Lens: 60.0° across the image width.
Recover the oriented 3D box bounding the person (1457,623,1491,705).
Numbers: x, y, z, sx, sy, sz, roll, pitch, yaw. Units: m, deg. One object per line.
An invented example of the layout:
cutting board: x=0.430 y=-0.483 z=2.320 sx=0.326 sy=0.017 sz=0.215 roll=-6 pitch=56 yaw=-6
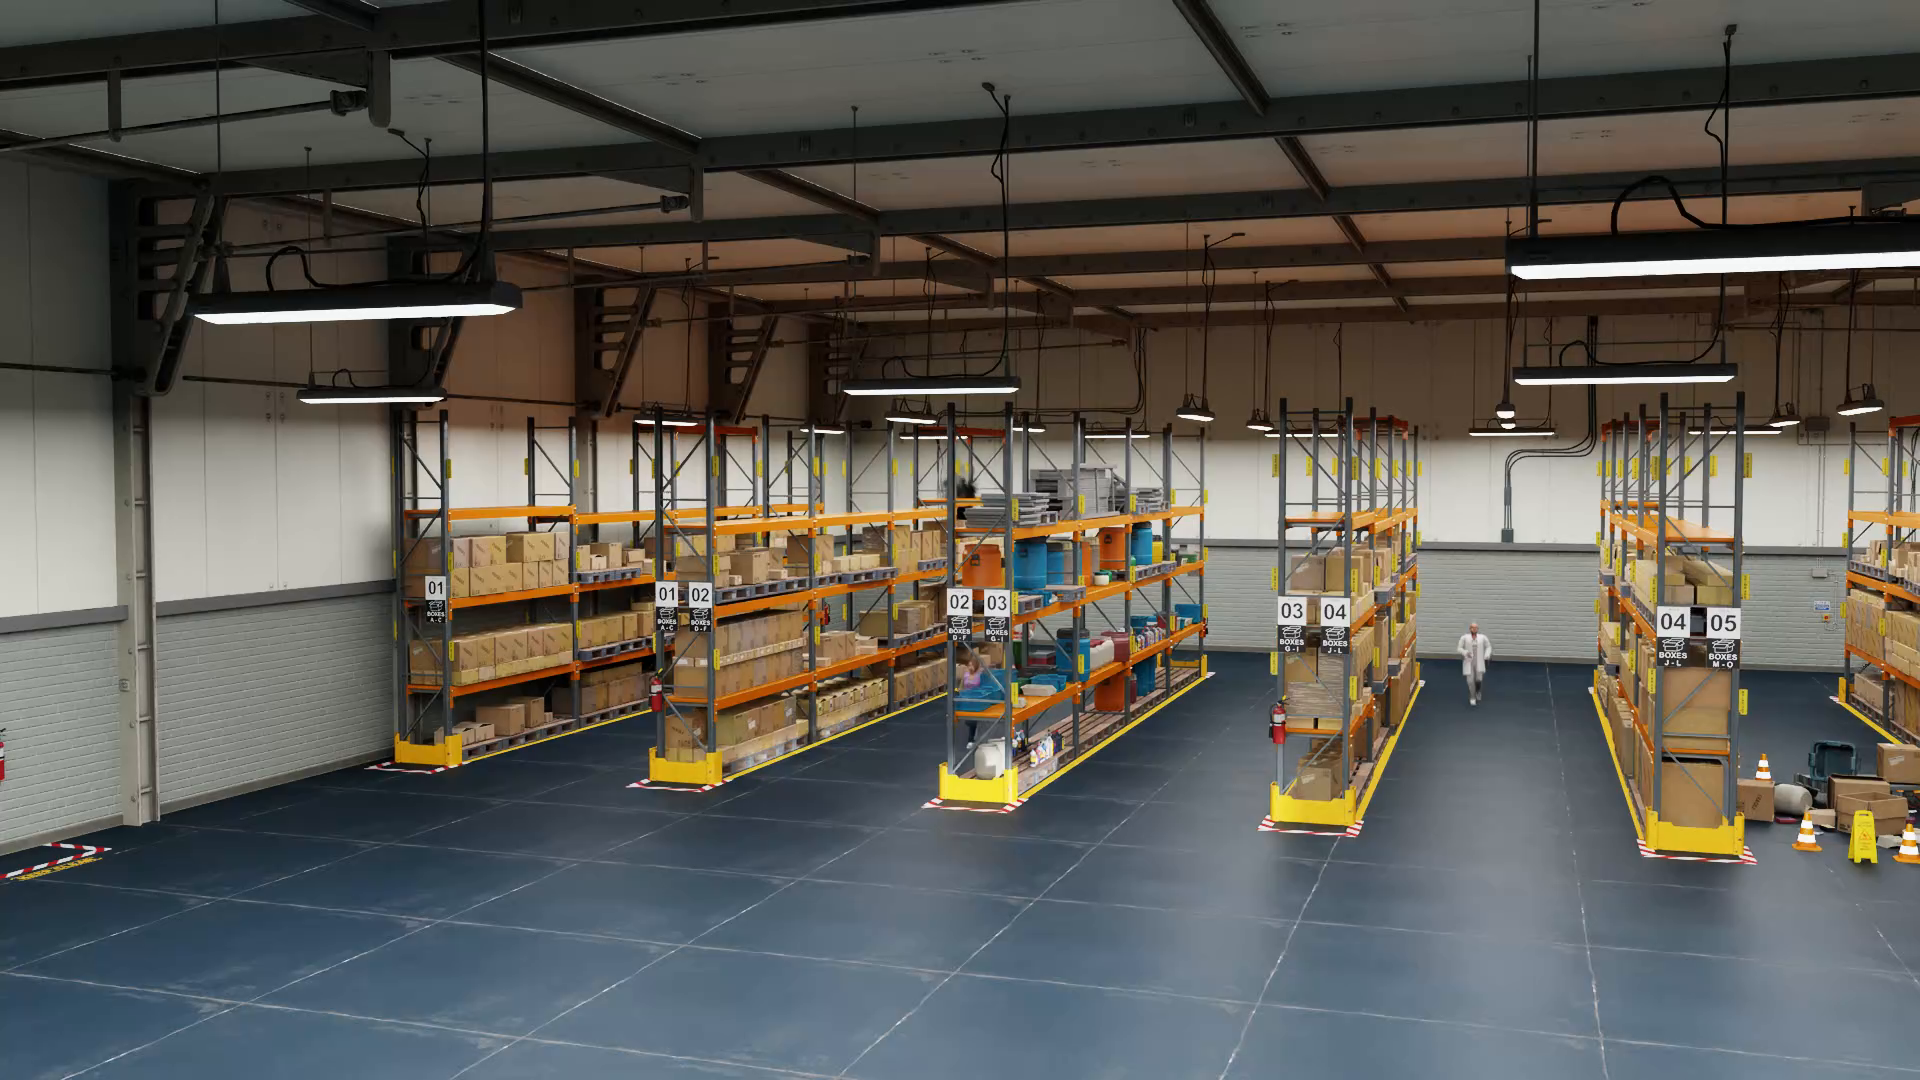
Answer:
person: x=10.886 y=2.624 z=35.202 sx=0.698 sy=1.739 sz=0.622 roll=1 pitch=3 yaw=16

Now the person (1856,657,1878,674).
person: x=20.041 y=2.628 z=36.602 sx=0.725 sy=1.703 sz=0.637 roll=2 pitch=3 yaw=38

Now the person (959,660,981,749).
person: x=0.241 y=2.943 z=29.966 sx=0.542 sy=1.573 sz=0.694 roll=1 pitch=3 yaw=15

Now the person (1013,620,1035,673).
person: x=1.303 y=2.239 z=36.426 sx=0.644 sy=1.824 sz=0.859 roll=0 pitch=2 yaw=7
